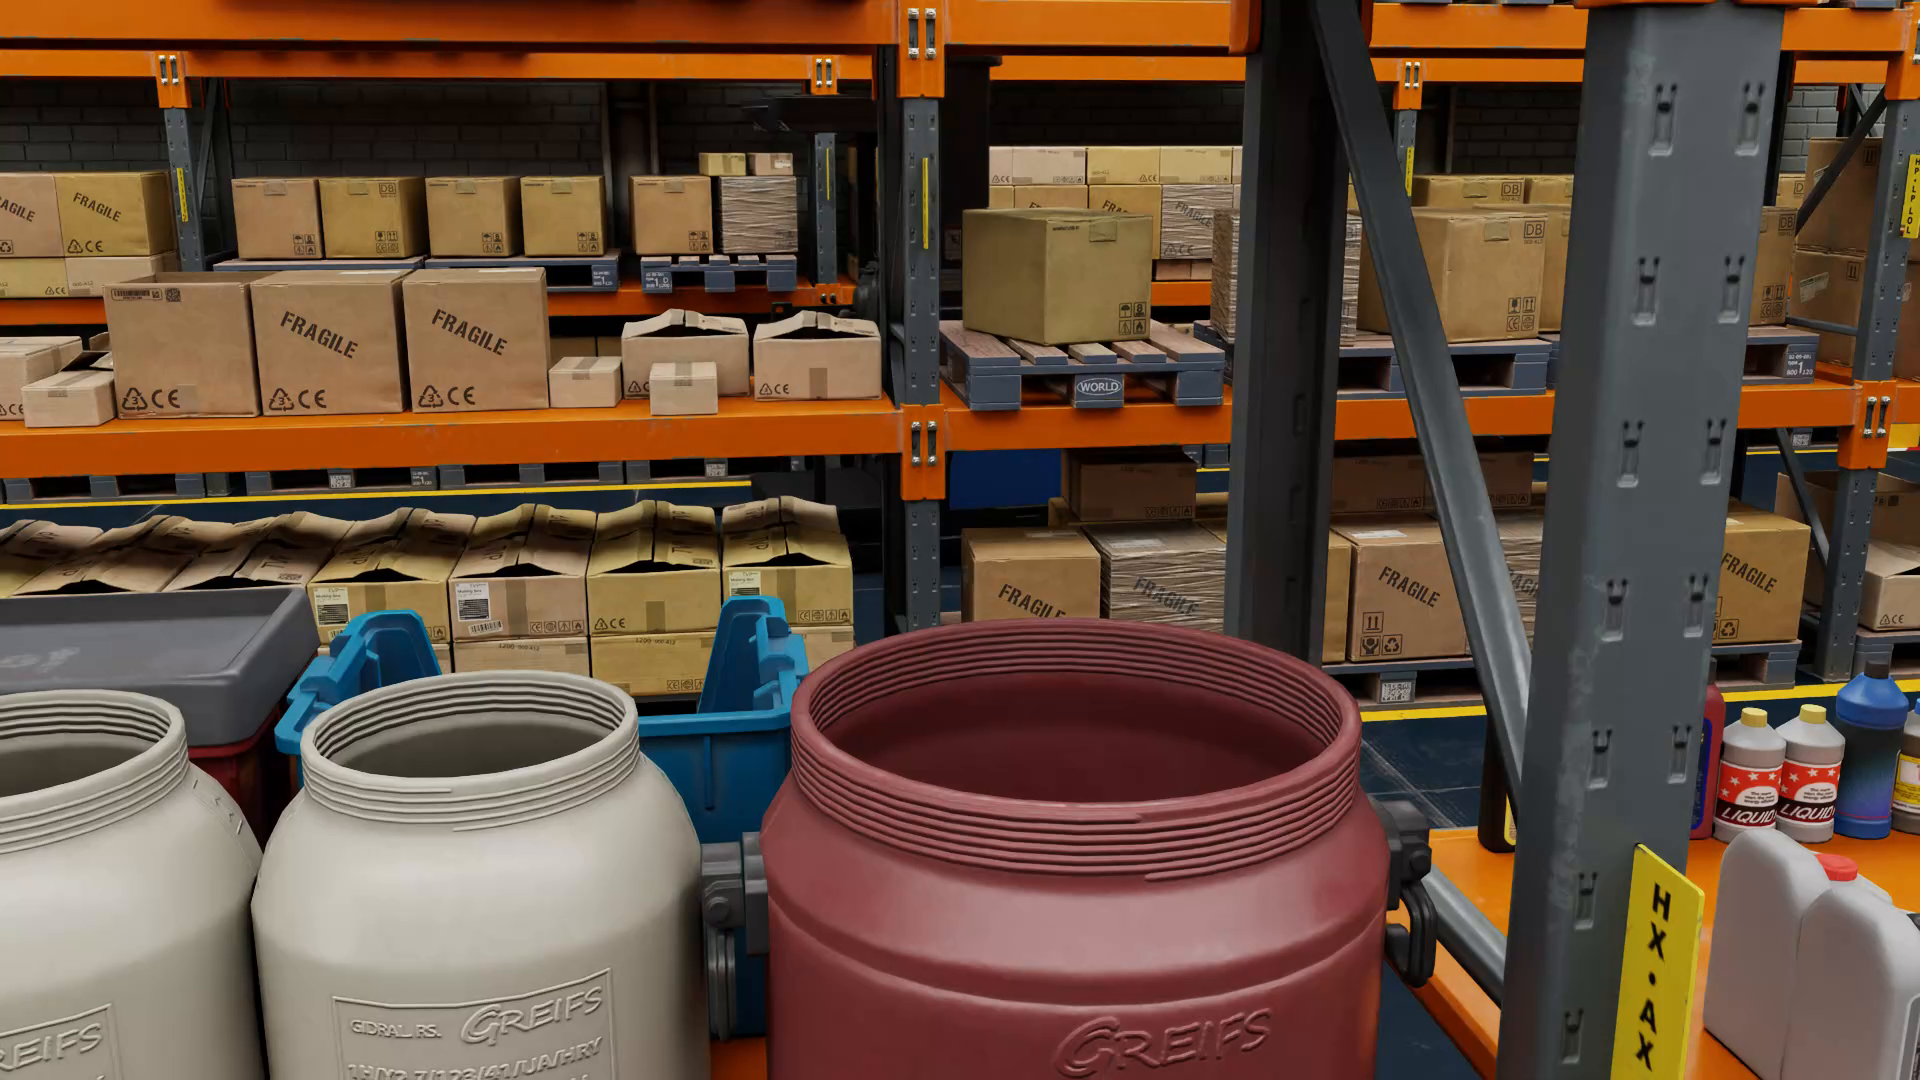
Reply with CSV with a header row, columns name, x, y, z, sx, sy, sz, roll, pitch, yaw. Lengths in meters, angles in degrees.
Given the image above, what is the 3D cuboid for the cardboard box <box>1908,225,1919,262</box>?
name,x,y,z,sx,sy,sz,roll,pitch,yaw
cardboard box,4.250,-1.433,7.010,0.500,0.500,0.500,-2,14,-7

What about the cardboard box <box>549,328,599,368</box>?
name,x,y,z,sx,sy,sz,roll,pitch,yaw
cardboard box,-2.740,-1.298,11.422,0.500,0.250,0.500,-2,14,-9

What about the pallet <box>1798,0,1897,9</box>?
name,x,y,z,sx,sy,sz,roll,pitch,yaw
pallet,3.087,-2.307,6.976,1.003,0.211,1.213,-2,14,-8

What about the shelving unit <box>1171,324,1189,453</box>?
name,x,y,z,sx,sy,sz,roll,pitch,yaw
shelving unit,1.063,-0.661,9.889,0.503,1.200,0.258,-4,15,-16

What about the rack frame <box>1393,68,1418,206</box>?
name,x,y,z,sx,sy,sz,roll,pitch,yaw
rack frame,3.000,-2.142,12.096,0.127,3.000,1.000,-2,14,-8

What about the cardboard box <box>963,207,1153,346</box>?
name,x,y,z,sx,sy,sz,roll,pitch,yaw
cardboard box,0.393,-1.108,6.903,0.500,0.500,0.700,-7,16,-27

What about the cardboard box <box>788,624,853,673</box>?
name,x,y,z,sx,sy,sz,roll,pitch,yaw
cardboard box,-0.697,0.402,6.741,0.500,0.250,0.500,-2,14,-7

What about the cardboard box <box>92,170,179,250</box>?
name,x,y,z,sx,sy,sz,roll,pitch,yaw
cardboard box,-5.406,-2.186,10.997,0.500,0.500,0.500,-2,14,-10

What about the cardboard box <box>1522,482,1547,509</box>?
name,x,y,z,sx,sy,sz,roll,pitch,yaw
cardboard box,2.702,0.030,7.672,0.500,0.500,0.500,-2,14,-7

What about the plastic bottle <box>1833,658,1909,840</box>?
name,x,y,z,sx,sy,sz,roll,pitch,yaw
plastic bottle,1.395,0.316,2.560,0.097,0.271,0.097,0,14,0

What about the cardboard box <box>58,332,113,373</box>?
name,x,y,z,sx,sy,sz,roll,pitch,yaw
cardboard box,-3.327,-0.671,6.509,0.258,0.266,0.396,-2,14,-10

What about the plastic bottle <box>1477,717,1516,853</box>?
name,x,y,z,sx,sy,sz,roll,pitch,yaw
plastic bottle,0.857,0.325,2.498,0.133,0.283,0.061,-2,14,-8

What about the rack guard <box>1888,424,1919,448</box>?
name,x,y,z,sx,sy,sz,roll,pitch,yaw
rack guard,6.980,-1.075,12.981,0.348,0.500,1.175,-2,14,-8

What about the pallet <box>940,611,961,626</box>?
name,x,y,z,sx,sy,sz,roll,pitch,yaw
pallet,0.531,0.529,7.178,1.213,0.211,1.003,-2,14,-8

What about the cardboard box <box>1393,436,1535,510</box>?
name,x,y,z,sx,sy,sz,roll,pitch,yaw
cardboard box,2.239,-0.320,7.524,0.500,0.250,0.500,-2,14,-8

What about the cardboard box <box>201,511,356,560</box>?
name,x,y,z,sx,sy,sz,roll,pitch,yaw
cardboard box,-2.804,0.076,6.889,0.500,0.311,0.500,-2,14,-8

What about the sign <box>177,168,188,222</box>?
name,x,y,z,sx,sy,sz,roll,pitch,yaw
sign,-4.822,-2.142,10.315,0.005,0.325,0.100,-2,14,-8

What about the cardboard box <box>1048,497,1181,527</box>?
name,x,y,z,sx,sy,sz,roll,pitch,yaw
cardboard box,0.677,0.103,7.378,0.500,0.500,0.500,-2,14,-6

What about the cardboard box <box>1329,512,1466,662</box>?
name,x,y,z,sx,sy,sz,roll,pitch,yaw
cardboard box,1.808,0.188,7.038,0.500,0.500,0.500,-3,14,-10

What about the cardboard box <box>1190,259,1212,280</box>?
name,x,y,z,sx,sy,sz,roll,pitch,yaw
cardboard box,1.695,-1.919,11.684,0.250,0.149,0.380,-2,14,-8

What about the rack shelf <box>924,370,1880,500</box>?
name,x,y,z,sx,sy,sz,roll,pitch,yaw
rack shelf,1.764,-0.529,7.144,4.000,0.370,1.077,-2,14,-8

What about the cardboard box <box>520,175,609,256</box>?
name,x,y,z,sx,sy,sz,roll,pitch,yaw
cardboard box,-2.647,-2.189,11.173,0.500,0.500,0.700,-2,14,-8

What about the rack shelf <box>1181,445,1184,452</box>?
name,x,y,z,sx,sy,sz,roll,pitch,yaw
rack shelf,1.063,-0.595,9.906,0.480,0.148,0.258,-4,15,-16

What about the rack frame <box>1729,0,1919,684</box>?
name,x,y,z,sx,sy,sz,roll,pitch,yaw
rack frame,3.742,-0.950,7.345,0.127,3.000,1.000,-2,14,-8

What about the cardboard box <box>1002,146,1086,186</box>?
name,x,y,z,sx,sy,sz,roll,pitch,yaw
cardboard box,0.558,-2.556,11.349,0.500,0.250,0.500,-2,14,-8

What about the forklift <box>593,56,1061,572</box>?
name,x,y,z,sx,sy,sz,roll,pitch,yaw
forklift,-0.636,-1.376,9.184,3.031,2.935,1.130,-4,15,-16

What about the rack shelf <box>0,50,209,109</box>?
name,x,y,z,sx,sy,sz,roll,pitch,yaw
rack shelf,-6.888,-2.885,10.374,4.000,0.370,1.077,-2,14,-8

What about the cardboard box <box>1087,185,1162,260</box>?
name,x,y,z,sx,sy,sz,roll,pitch,yaw
cardboard box,1.087,-2.211,11.512,0.500,0.500,0.500,-2,14,-7

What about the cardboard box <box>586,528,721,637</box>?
name,x,y,z,sx,sy,sz,roll,pitch,yaw
cardboard box,-1.207,0.151,6.589,0.500,0.311,0.500,-2,14,-9

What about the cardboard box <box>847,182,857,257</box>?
name,x,y,z,sx,sy,sz,roll,pitch,yaw
cardboard box,-0.527,-2.280,11.788,0.500,0.500,0.500,-2,14,-8

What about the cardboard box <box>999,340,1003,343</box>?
name,x,y,z,sx,sy,sz,roll,pitch,yaw
cardboard box,0.659,-1.183,11.829,0.750,0.750,0.750,-2,14,-9

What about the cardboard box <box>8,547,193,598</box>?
name,x,y,z,sx,sy,sz,roll,pitch,yaw
cardboard box,-3.227,0.226,6.292,0.500,0.311,0.500,-2,14,-9

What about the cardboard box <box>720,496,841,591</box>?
name,x,y,z,sx,sy,sz,roll,pitch,yaw
cardboard box,-0.775,0.001,7.188,0.500,0.311,0.500,-2,14,-6

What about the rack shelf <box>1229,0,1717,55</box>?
name,x,y,z,sx,sy,sz,roll,pitch,yaw
rack shelf,-1.457,-0.647,1.449,4.000,0.370,1.077,-2,14,-8

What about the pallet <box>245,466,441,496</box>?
name,x,y,z,sx,sy,sz,roll,pitch,yaw
pallet,-4.141,-0.528,11.393,1.213,0.211,1.003,-2,14,-8

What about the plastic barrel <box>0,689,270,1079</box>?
name,x,y,z,sx,sy,sz,roll,pitch,yaw
plastic barrel,-0.881,0.436,1.588,0.421,0.512,0.421,0,14,0

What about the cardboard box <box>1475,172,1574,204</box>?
name,x,y,z,sx,sy,sz,roll,pitch,yaw
cardboard box,4.262,-2.328,12.222,0.700,0.700,0.980,-2,14,-10

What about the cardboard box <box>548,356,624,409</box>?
name,x,y,z,sx,sy,sz,roll,pitch,yaw
cardboard box,-1.466,-0.624,6.559,0.250,0.149,0.380,-1,14,-4

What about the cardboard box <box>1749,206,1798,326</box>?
name,x,y,z,sx,sy,sz,roll,pitch,yaw
cardboard box,3.240,-1.239,7.428,0.500,0.500,0.700,-7,16,-27

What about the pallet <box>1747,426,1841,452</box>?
name,x,y,z,sx,sy,sz,roll,pitch,yaw
pallet,6.177,-0.886,12.823,1.213,0.211,1.003,-2,14,-8

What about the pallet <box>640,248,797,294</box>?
name,x,y,z,sx,sy,sz,roll,pitch,yaw
pallet,-1.644,-1.852,11.336,1.003,0.211,1.213,-2,14,-8

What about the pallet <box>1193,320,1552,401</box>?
name,x,y,z,sx,sy,sz,roll,pitch,yaw
pallet,1.709,-0.784,7.076,1.213,0.211,1.003,-2,14,-8

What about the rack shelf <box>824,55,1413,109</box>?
name,x,y,z,sx,sy,sz,roll,pitch,yaw
rack shelf,1.023,-3.175,11.530,4.000,0.370,1.077,-2,14,-8

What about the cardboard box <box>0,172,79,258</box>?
name,x,y,z,sx,sy,sz,roll,pitch,yaw
cardboard box,-5.824,-2.042,10.422,0.500,0.500,0.500,-2,14,-9

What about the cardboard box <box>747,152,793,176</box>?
name,x,y,z,sx,sy,sz,roll,pitch,yaw
cardboard box,-1.292,-2.554,11.295,0.250,0.149,0.380,-4,15,-16
